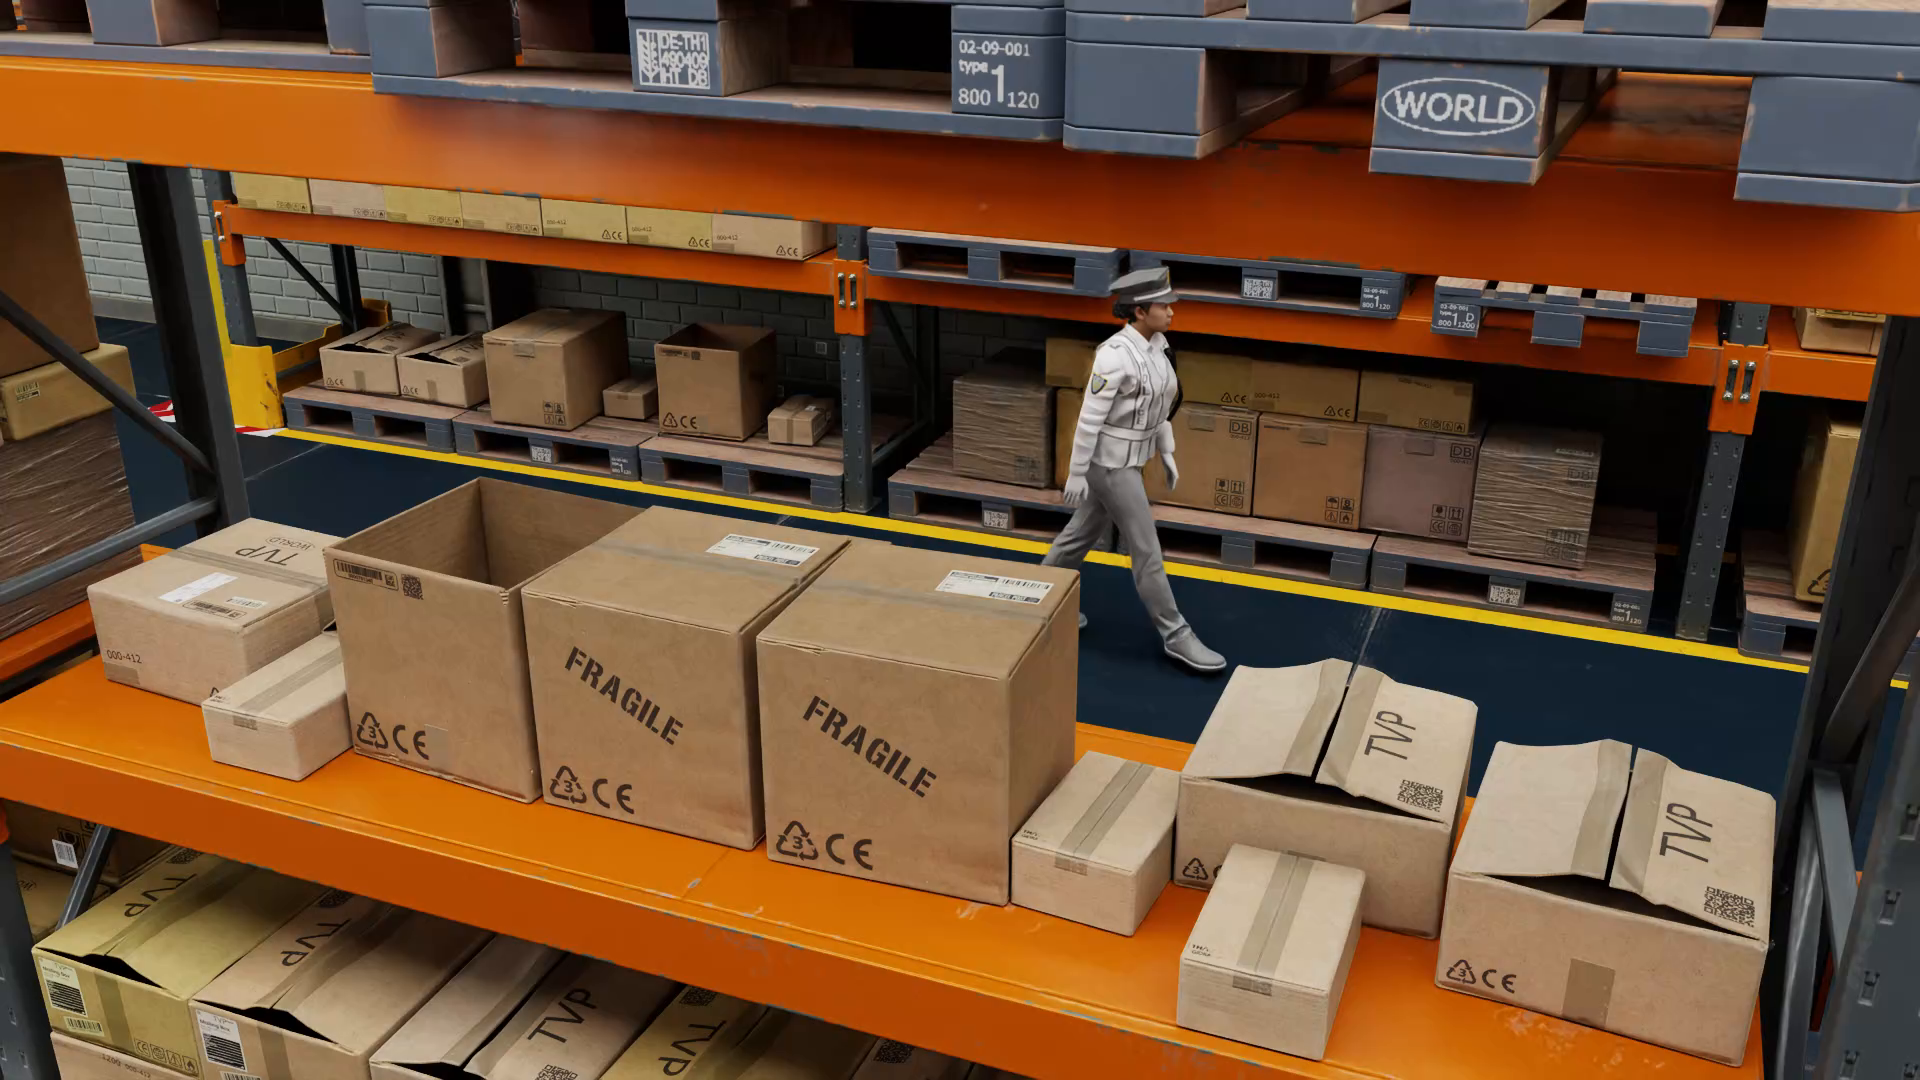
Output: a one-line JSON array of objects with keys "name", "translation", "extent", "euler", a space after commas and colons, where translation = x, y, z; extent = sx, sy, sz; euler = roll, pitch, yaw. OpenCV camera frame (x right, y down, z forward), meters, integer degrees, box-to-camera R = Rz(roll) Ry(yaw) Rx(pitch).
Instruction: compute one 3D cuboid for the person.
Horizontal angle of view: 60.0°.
[{"name": "person", "translation": [0.724, -0.336, 6.854], "extent": [0.948, 1.619, 0.509], "euler": [10, 24, 22]}]
